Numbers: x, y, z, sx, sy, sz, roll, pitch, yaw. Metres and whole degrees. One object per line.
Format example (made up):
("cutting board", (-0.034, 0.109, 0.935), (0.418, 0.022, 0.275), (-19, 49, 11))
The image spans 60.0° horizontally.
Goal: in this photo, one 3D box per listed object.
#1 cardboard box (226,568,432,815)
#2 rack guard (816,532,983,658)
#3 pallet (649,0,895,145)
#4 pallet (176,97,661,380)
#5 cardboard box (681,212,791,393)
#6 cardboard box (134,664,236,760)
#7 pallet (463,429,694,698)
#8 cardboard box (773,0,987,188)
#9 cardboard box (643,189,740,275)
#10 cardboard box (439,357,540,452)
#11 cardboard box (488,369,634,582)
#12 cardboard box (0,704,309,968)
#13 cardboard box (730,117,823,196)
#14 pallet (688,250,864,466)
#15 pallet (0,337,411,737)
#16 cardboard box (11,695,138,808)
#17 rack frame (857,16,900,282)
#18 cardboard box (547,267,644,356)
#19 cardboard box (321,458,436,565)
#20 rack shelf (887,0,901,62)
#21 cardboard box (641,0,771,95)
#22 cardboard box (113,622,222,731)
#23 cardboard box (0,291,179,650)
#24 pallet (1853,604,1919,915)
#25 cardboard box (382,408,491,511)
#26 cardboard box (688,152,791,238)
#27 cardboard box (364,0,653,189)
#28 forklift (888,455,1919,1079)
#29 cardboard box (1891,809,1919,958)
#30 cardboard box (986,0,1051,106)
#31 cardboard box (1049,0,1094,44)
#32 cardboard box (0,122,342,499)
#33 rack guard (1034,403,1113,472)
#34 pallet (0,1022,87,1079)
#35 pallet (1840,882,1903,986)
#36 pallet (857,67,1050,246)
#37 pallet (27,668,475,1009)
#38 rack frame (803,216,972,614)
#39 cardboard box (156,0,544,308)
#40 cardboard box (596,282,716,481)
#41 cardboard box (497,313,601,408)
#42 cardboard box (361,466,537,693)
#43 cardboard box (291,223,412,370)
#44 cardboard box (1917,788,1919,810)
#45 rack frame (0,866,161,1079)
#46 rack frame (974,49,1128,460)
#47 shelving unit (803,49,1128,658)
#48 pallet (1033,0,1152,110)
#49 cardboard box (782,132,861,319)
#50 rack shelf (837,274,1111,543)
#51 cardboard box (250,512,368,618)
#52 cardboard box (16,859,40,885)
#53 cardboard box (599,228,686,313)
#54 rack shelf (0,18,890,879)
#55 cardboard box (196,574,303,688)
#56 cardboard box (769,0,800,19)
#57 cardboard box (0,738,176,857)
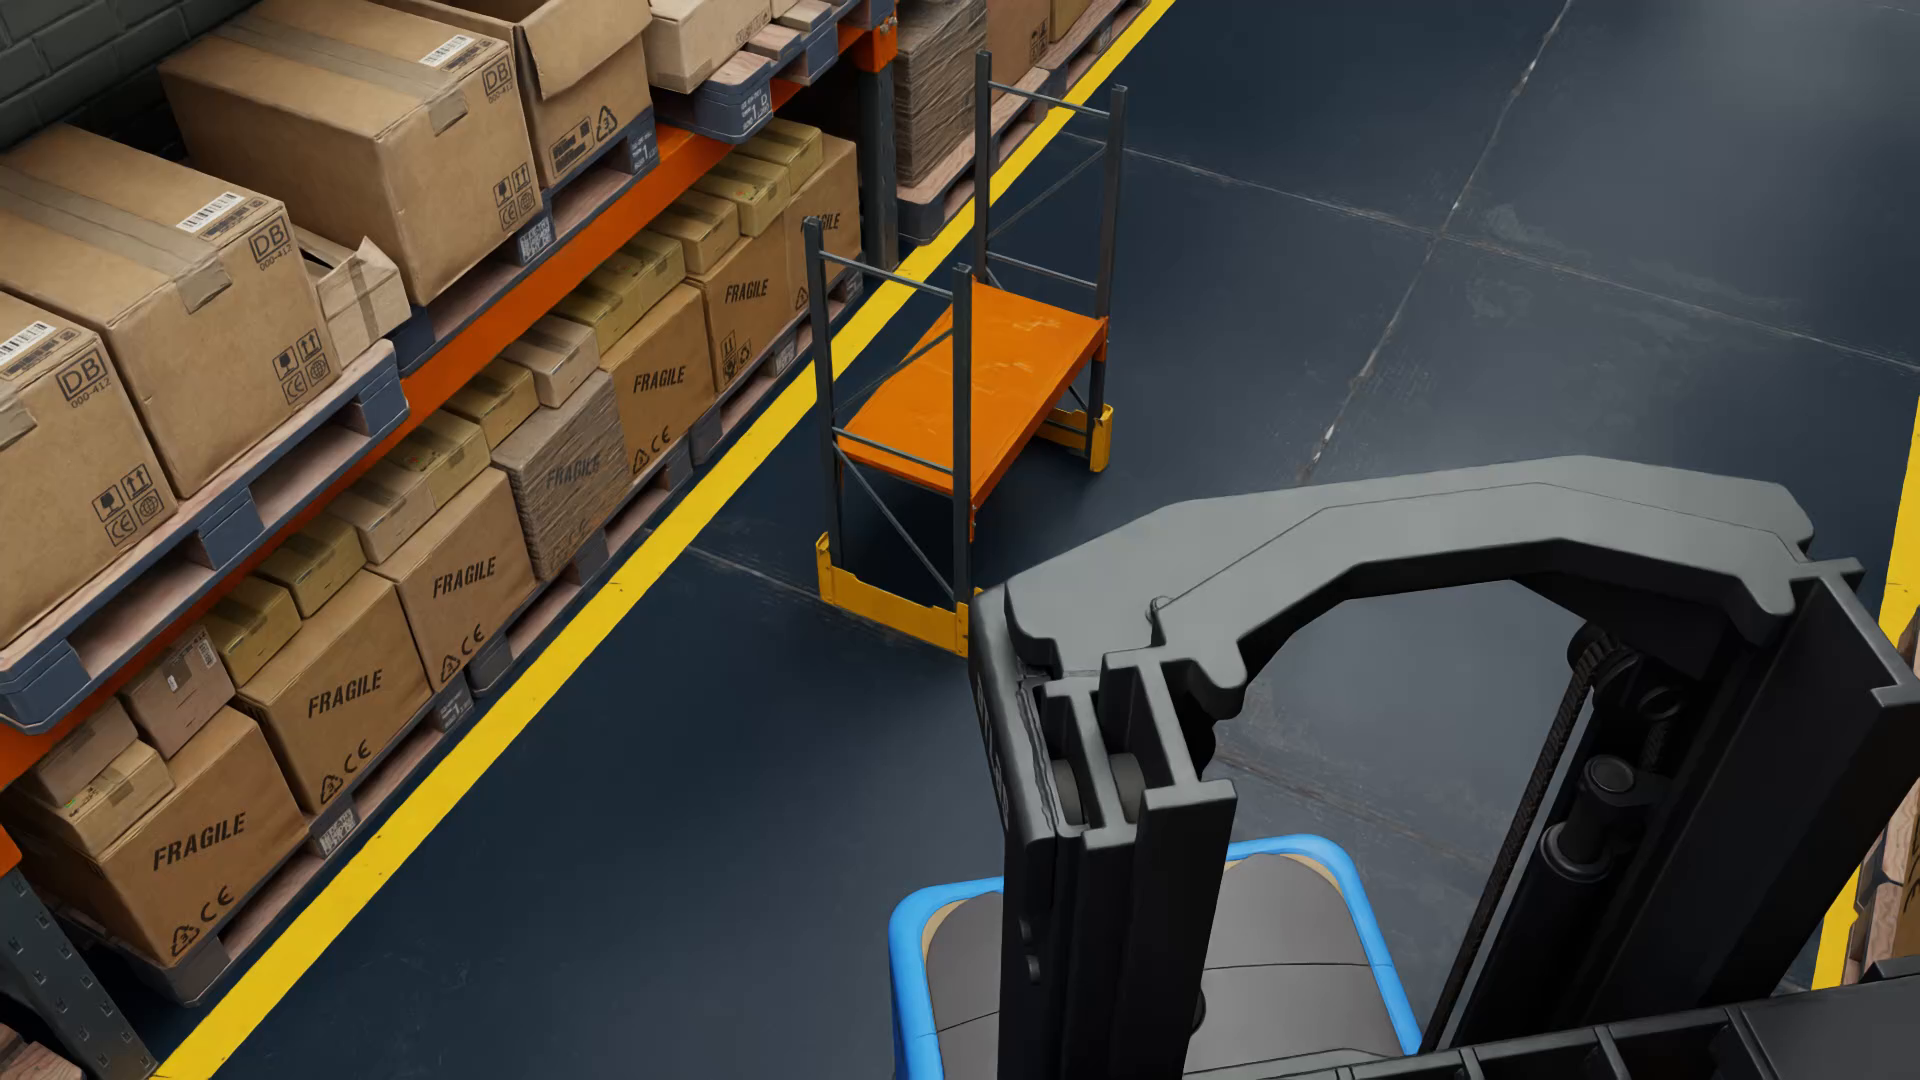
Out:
("cardboard box", (-1.915, 0.367, 4.740), (0.500, 0.500, 0.500), (20, 49, 19))
("rack guard", (-0.196, 0.178, 5.398), (0.587, 0.250, 0.087), (20, 49, 19))
("pallet", (-0.973, -1.797, 5.552), (1.213, 0.211, 1.003), (20, 49, 19))
("pallet", (-1.619, -1.021, 4.785), (1.003, 0.211, 1.213), (20, 49, 19))
("cardboard box", (-0.968, -0.934, 6.027), (0.500, 0.500, 0.500), (20, 49, 18))
("cardboard box", (-2.115, 0.370, 4.281), (0.380, 0.149, 0.250), (19, 48, 18))
("pallet", (-1.668, -0.111, 5.711), (1.003, 0.211, 1.213), (20, 49, 19))
("cardboard box", (-0.419, -2.016, 7.008), (0.875, 0.625, 0.625), (22, 49, 20))
("cardboard box", (-0.986, -1.083, 5.718), (0.380, 0.149, 0.250), (19, 48, 18))
("cardboard box", (-1.525, -0.453, 5.095), (0.380, 0.149, 0.250), (21, 49, 19))
("cardboard box", (-1.433, -0.271, 5.371), (0.500, 0.500, 0.500), (19, 48, 18))
("cardboard box", (-2.153, 0.706, 4.406), (0.500, 0.500, 0.500), (22, 49, 21))
("cardboard box", (-0.725, -1.417, 6.048), (0.380, 0.149, 0.250), (18, 48, 17))
("pallet", (-1.101, -0.877, 6.468), (1.003, 0.211, 1.213), (20, 49, 19))
("pallet", (-2.110, -0.195, 3.968), (1.003, 0.211, 1.213), (20, 49, 19))
("cardboard box", (-2.229, 0.445, 3.998), (0.380, 0.149, 0.250), (20, 49, 18))
("rack frame", (-0.721, -2.315, 5.929), (1.000, 3.000, 0.127), (20, 49, 19))
("cardboard box", (-1.264, -0.775, 5.413), (0.380, 0.149, 0.250), (20, 49, 18))
("cardboard box", (-1.742, -0.118, 4.763), (0.380, 0.149, 0.250), (20, 49, 19))
("rack shelf", (0.208, -3.322, 7.430), (1.077, 0.370, 4.000), (20, 49, 19))
("cardboard box", (-0.924, -1.638, 5.070), (0.500, 0.250, 0.500), (18, 48, 17))
("cardboard box", (-2.097, 0.286, 4.155), (0.380, 0.149, 0.250), (18, 48, 17))
("cardboard box", (-2.155, -0.209, 3.482), (0.700, 0.500, 0.500), (22, 49, 20))
("pallet", (3.245, 0.774, 4.837), (1.003, 0.211, 1.213), (20, 49, 19))
("cardboard box", (-1.625, -0.273, 4.917), (0.380, 0.149, 0.250), (22, 49, 20))
("cardboard box", (-0.825, -1.235, 5.868), (0.380, 0.149, 0.250), (18, 48, 17))
("cardboard box", (-1.314, -1.409, 4.666), (0.797, 0.503, 0.637), (19, 48, 18))
("forklift", (0.584, 1.447, 2.259), (1.130, 2.935, 3.031), (-7, 46, -7))
("cardboard box", (2.866, 0.889, 3.961), (0.875, 0.875, 0.875), (21, 49, 20))
("cardboard box", (-0.122, -2.430, 7.417), (0.875, 0.625, 0.625), (22, 49, 20))
("cardboard box", (0.190, -2.854, 7.837), (0.875, 0.625, 0.625), (19, 48, 17))
("cardboard box", (-1.914, -0.535, 3.804), (0.700, 0.500, 0.500), (21, 49, 19))
("rack guard", (0.267, -0.450, 6.019), (0.587, 0.250, 0.087), (20, 49, 19))
("pallet", (-2.897, 1.618, 4.003), (1.003, 0.211, 1.213), (20, 49, 19))
("pallet", (2.677, 1.539, 4.080), (1.003, 0.211, 1.213), (20, 49, 19))
("pallet", (-0.304, -1.840, 7.420), (1.003, 0.211, 1.213), (20, 49, 19))
("pallet", (-2.233, 0.661, 4.949), (1.003, 0.211, 1.213), (20, 49, 19))
("rack frame", (-0.196, -0.261, 4.953), (0.500, 1.500, 0.032), (20, 49, 19))
("cardboard box", (-1.550, -1.029, 4.293), (0.700, 0.500, 0.500), (20, 49, 19))
("cardboard box", (-1.209, -0.604, 5.700), (0.500, 0.500, 0.500), (22, 49, 21))
("cardboard box", (-1.366, -0.591, 5.231), (0.380, 0.149, 0.250), (18, 48, 17))
("cardboard box", (-1.679, 0.054, 5.050), (0.500, 0.500, 0.500), (19, 48, 18))
("cardboard box", (-1.593, -0.644, 4.077), (0.396, 0.266, 0.258), (23, 50, 21))
("cardboard box", (3.283, 0.329, 4.515), (0.875, 0.875, 0.875), (20, 49, 19))
("rack frame", (-2.577, 0.205, 3.438), (1.000, 3.000, 0.127), (20, 49, 19))
("rack frame", (0.276, -0.901, 5.586), (0.500, 1.500, 0.032), (20, 49, 19))
("shelving unit", (0.035, -0.575, 5.264), (0.587, 1.500, 1.083), (20, 49, 19))
("pallet", (0.264, -2.606, 8.177), (1.003, 0.211, 1.213), (20, 49, 19))
("cardboard box", (-0.726, -1.246, 6.335), (0.500, 0.500, 0.500), (22, 49, 20))
("rack shelf", (0.040, -0.455, 5.398), (0.538, 0.185, 1.000), (20, 49, 19))
("cardboard box", (-1.891, 0.027, 4.620), (0.380, 0.149, 0.250), (20, 49, 18))
("cardboard box", (-2.611, 0.529, 4.580), (0.500, 0.500, 0.500), (20, 49, 19))
("cardboard box", (-1.149, -0.932, 5.568), (0.380, 0.149, 0.250), (22, 49, 20))
("rack shelf", (-1.649, -0.802, 4.939), (1.077, 0.370, 4.000), (20, 49, 19))
("cardboard box", (-2.006, 0.205, 4.445), (0.380, 0.149, 0.250), (18, 48, 17))
("cardboard box", (-0.686, -1.834, 5.335), (0.380, 0.149, 0.250), (21, 49, 20))
("cardboard box", (-2.175, 0.570, 4.084), (0.380, 0.149, 0.250), (23, 50, 21))
